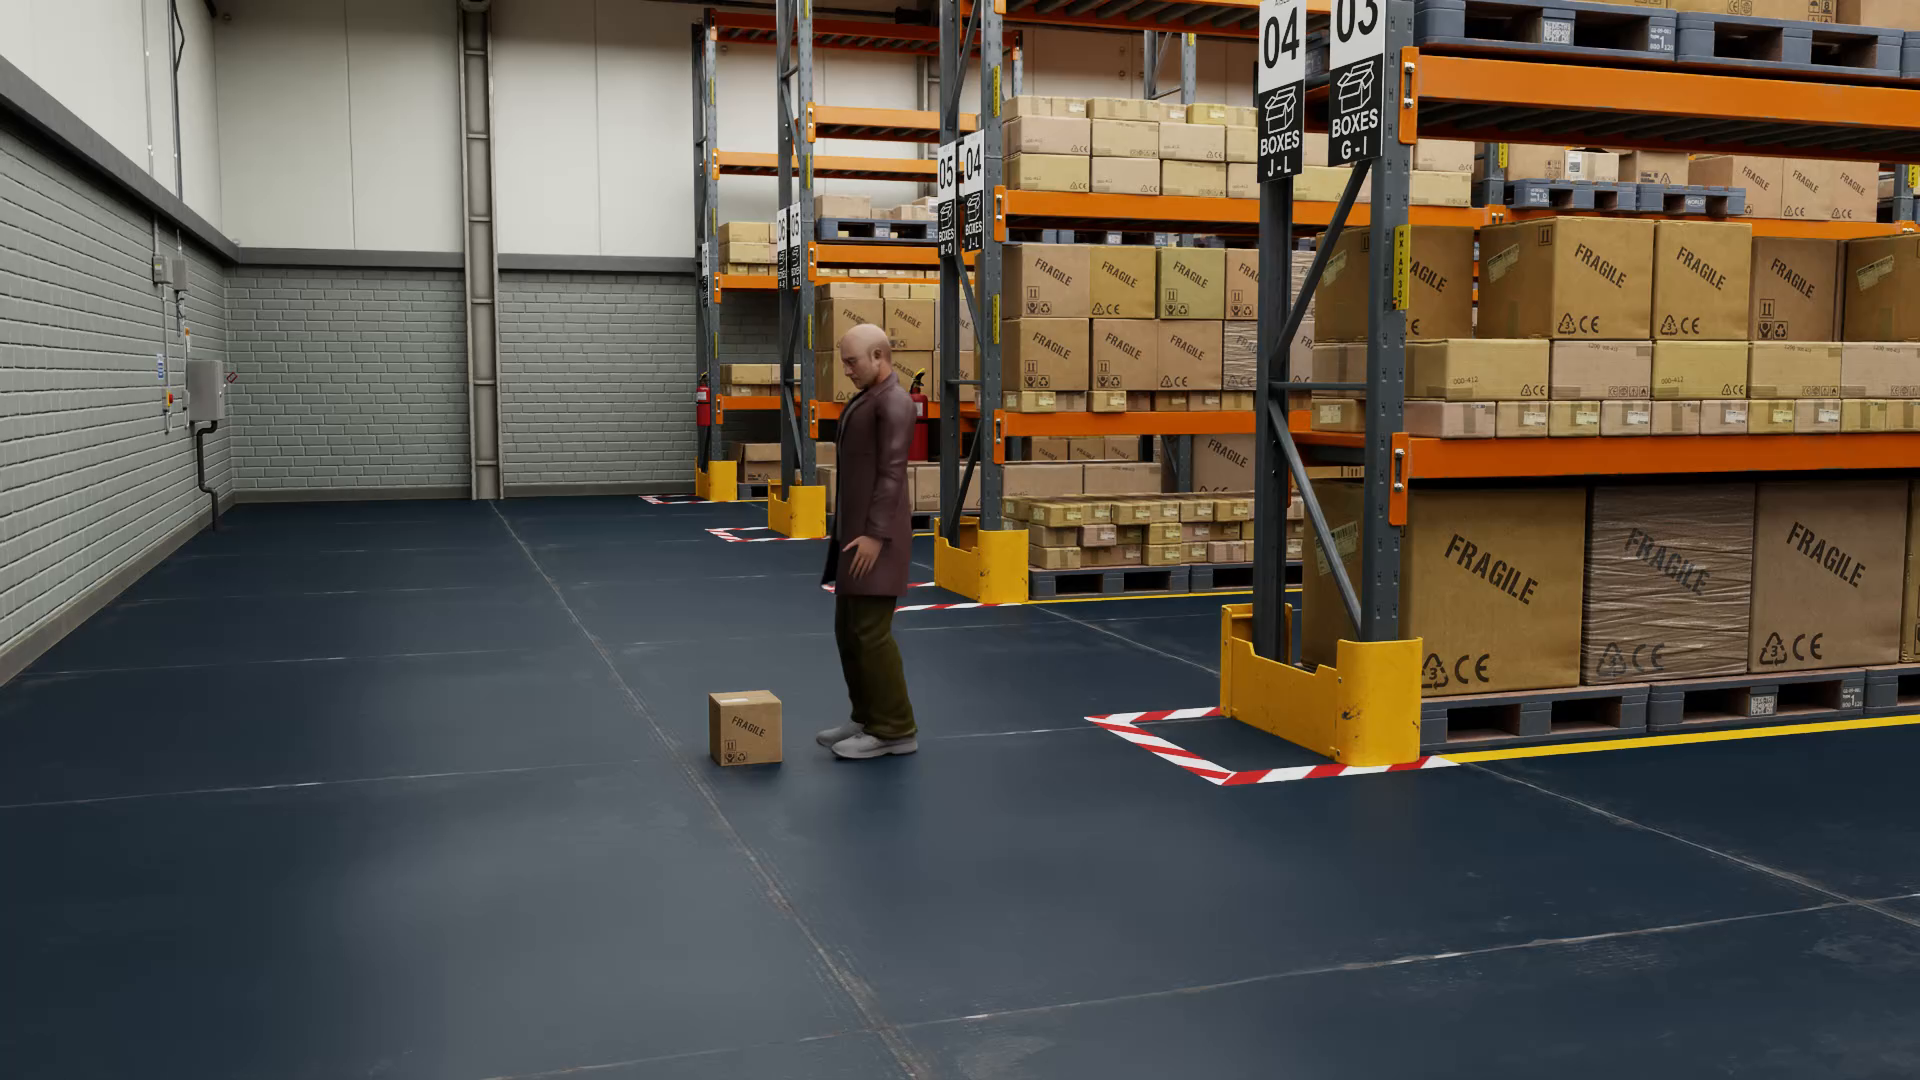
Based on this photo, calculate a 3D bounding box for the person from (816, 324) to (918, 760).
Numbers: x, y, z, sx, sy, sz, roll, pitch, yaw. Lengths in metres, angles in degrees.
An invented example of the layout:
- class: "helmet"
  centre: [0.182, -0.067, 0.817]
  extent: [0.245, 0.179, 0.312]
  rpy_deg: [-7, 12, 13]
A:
- class: "person"
  centre: [-0.380, 0.004, 6.841]
  extent: [0.379, 1.773, 0.565]
  rpy_deg: [-2, 6, -18]
